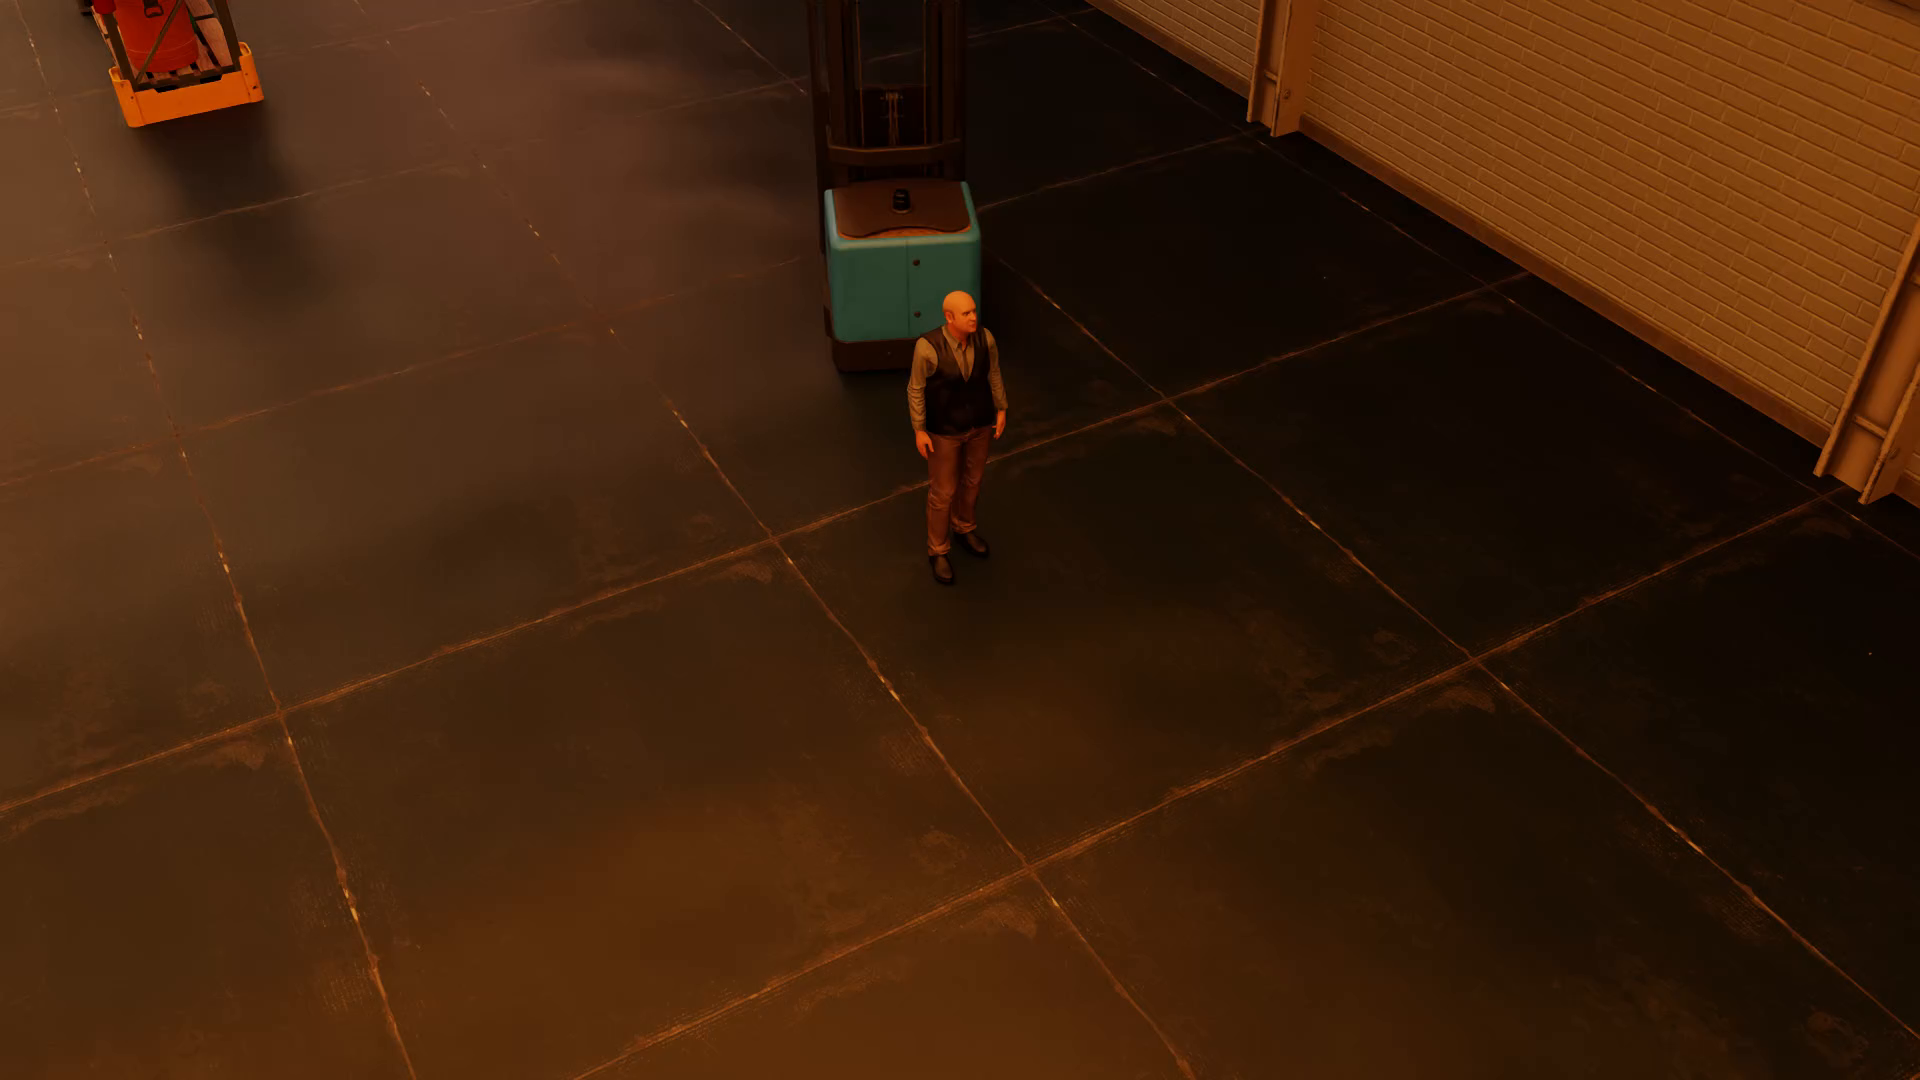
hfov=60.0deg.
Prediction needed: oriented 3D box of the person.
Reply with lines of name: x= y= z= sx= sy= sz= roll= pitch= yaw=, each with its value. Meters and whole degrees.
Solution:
person: x=0.025 y=-0.631 z=9.733 sx=0.633 sy=1.722 sz=0.566 roll=-20 pitch=44 yaw=-23

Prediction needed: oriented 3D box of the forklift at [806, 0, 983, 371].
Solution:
forklift: x=-0.530 y=-3.244 z=11.947 sx=1.130 sy=2.935 sz=3.031 roll=-4 pitch=40 yaw=-5
